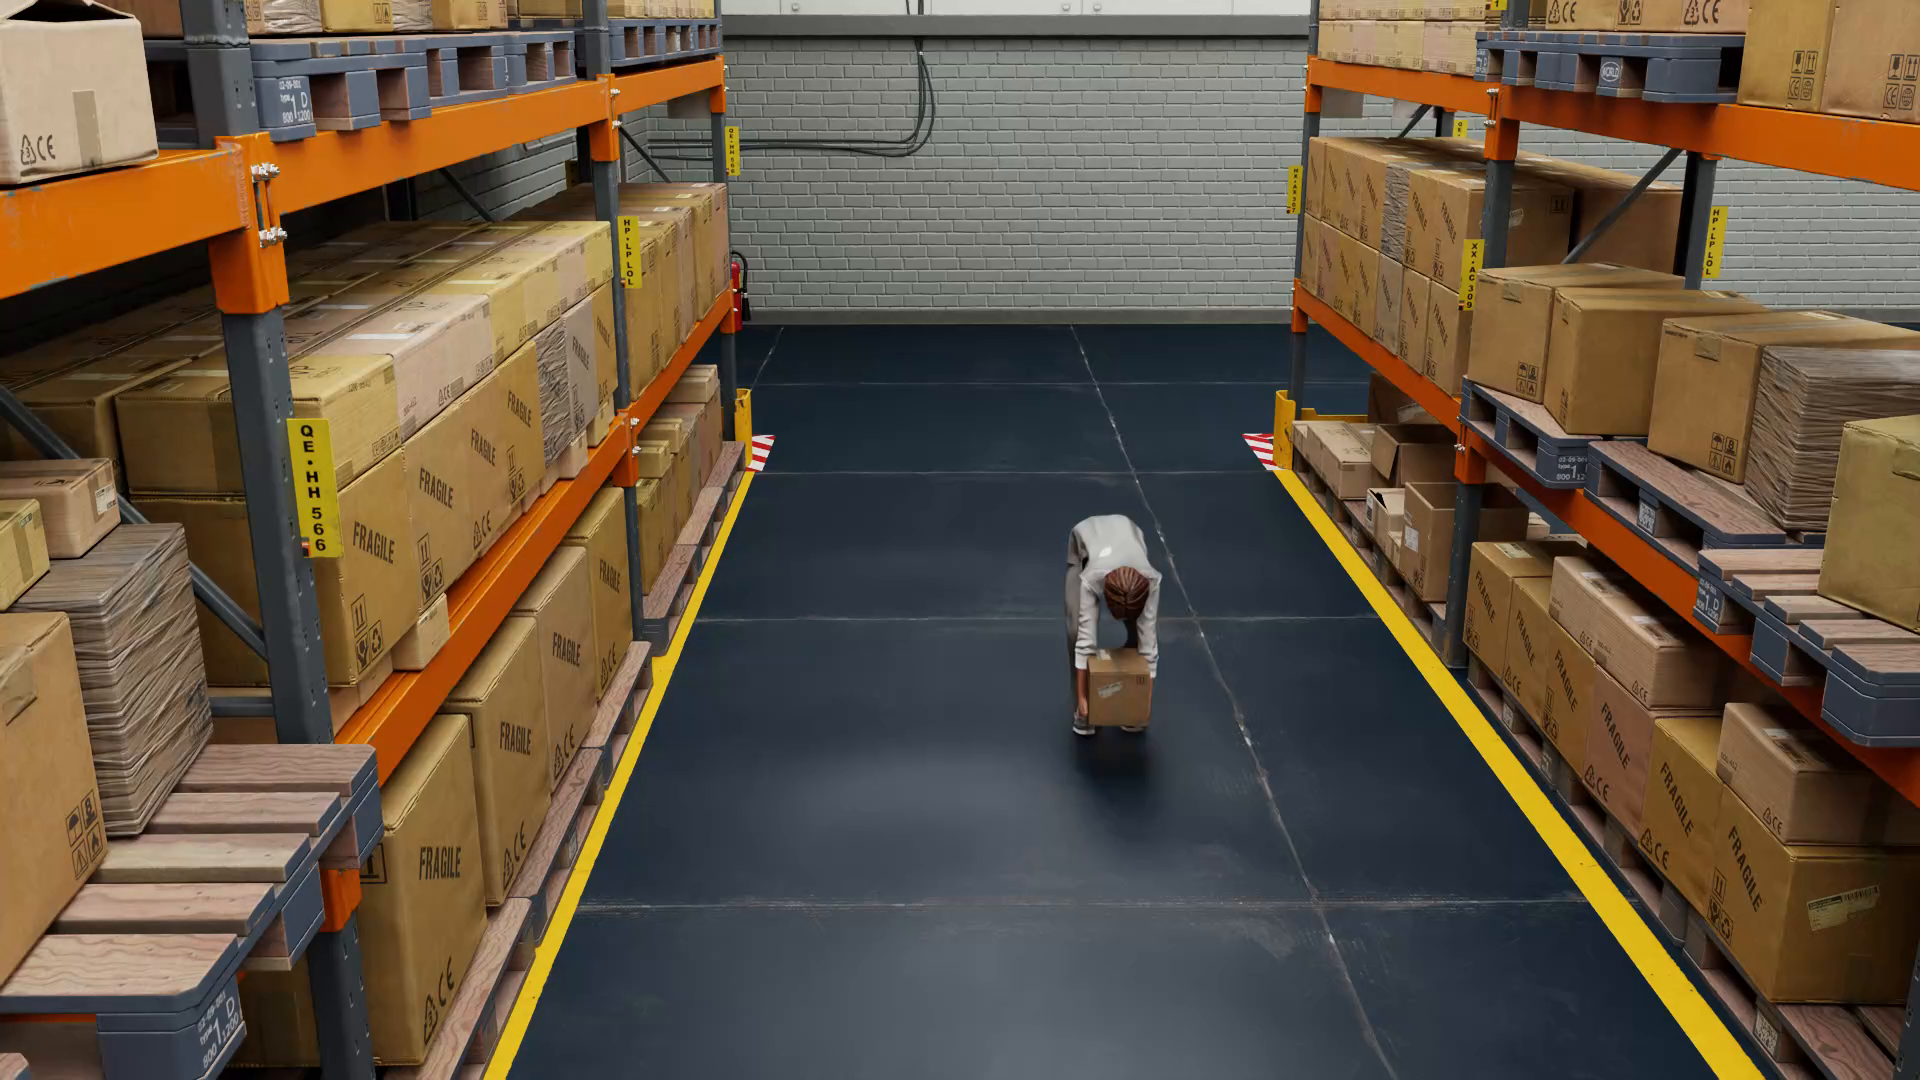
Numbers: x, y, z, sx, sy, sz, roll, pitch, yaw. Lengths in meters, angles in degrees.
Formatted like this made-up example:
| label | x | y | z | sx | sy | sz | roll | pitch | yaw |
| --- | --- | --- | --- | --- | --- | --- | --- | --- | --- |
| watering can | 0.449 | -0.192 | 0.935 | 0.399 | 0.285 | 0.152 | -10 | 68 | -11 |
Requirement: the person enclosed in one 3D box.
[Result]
| label | x | y | z | sx | sy | sz | roll | pitch | yaw |
| --- | --- | --- | --- | --- | --- | --- | --- | --- | --- |
| person | 0.669 | 0.425 | 7.241 | 0.398 | 0.980 | 0.871 | -1 | 17 | -3 |
